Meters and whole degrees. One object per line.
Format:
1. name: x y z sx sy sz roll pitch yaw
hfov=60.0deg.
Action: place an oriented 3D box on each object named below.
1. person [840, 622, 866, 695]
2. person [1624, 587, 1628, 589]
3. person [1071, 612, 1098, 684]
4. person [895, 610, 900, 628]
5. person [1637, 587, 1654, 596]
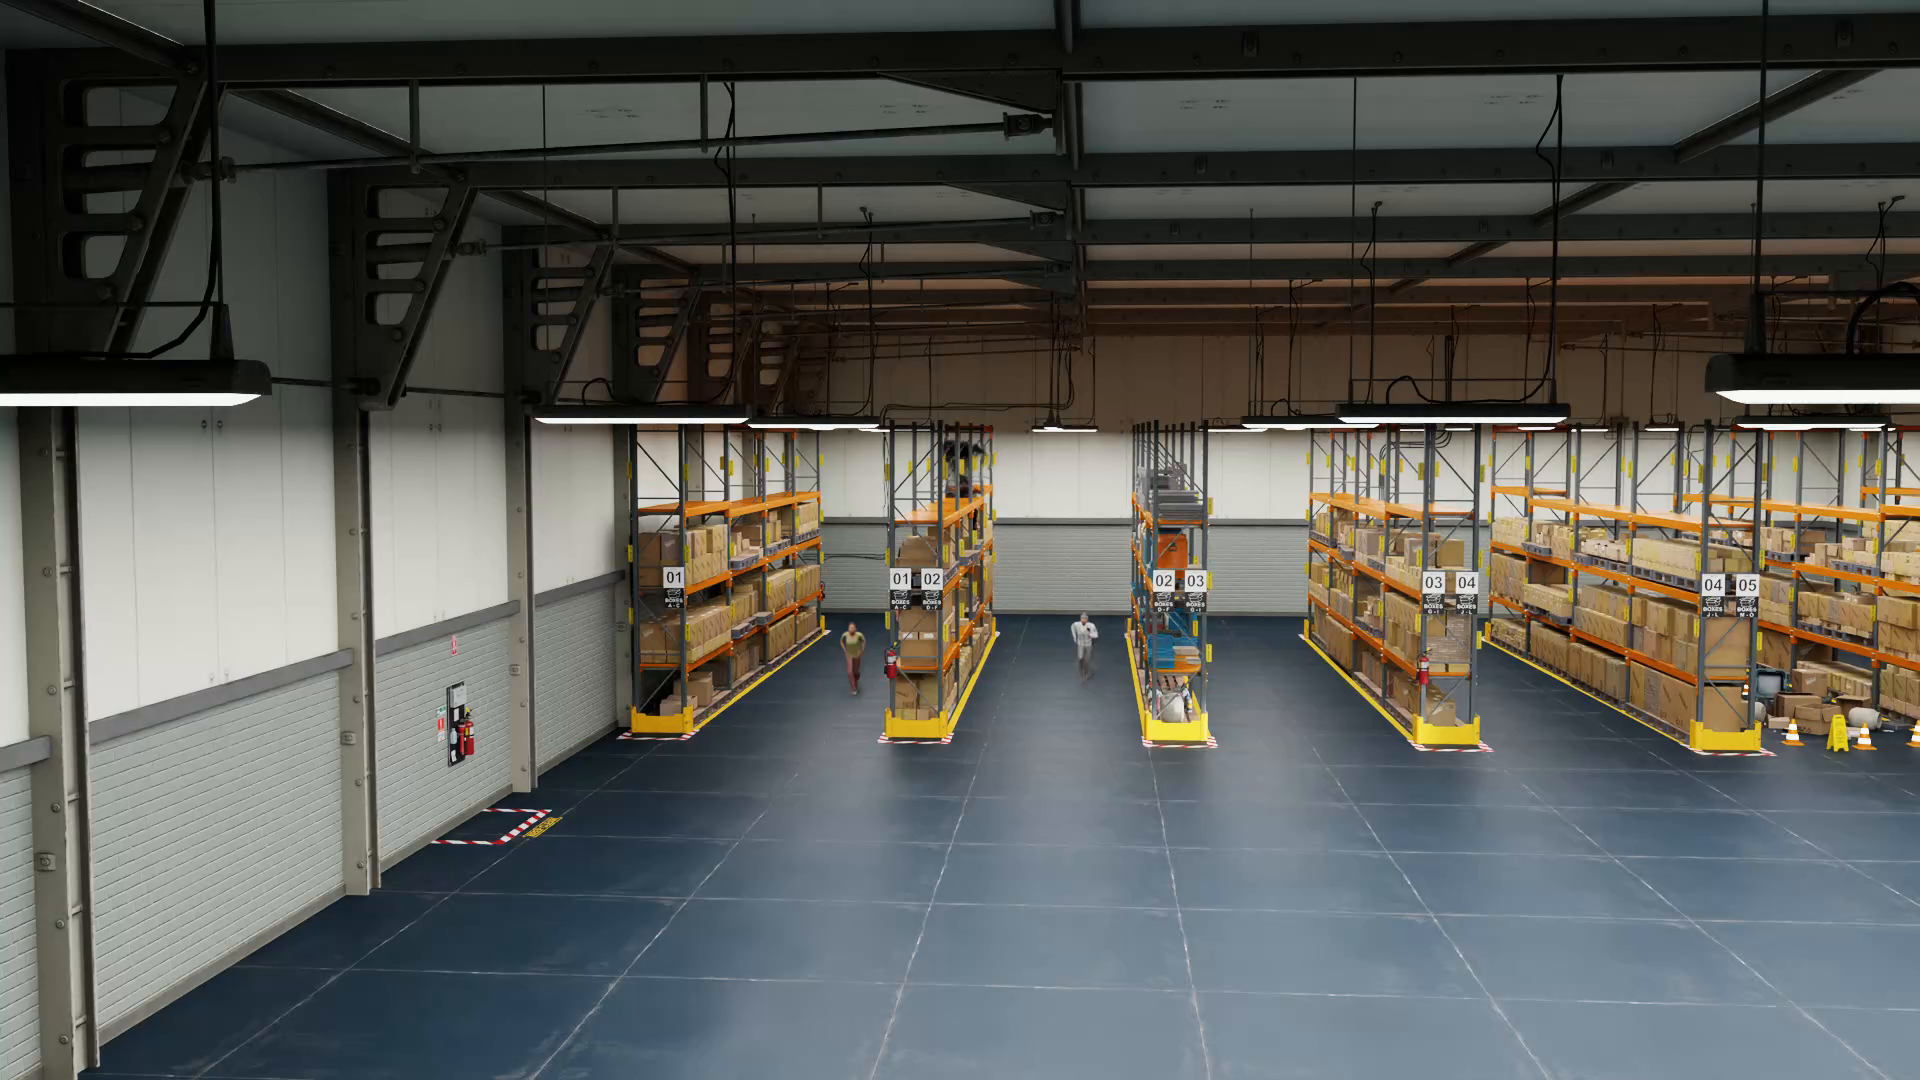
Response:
1. person: -2.365 2.596 36.912 0.555 1.614 0.786 0 4 5
2. person: 17.111 2.110 42.917 0.671 1.783 0.884 0 4 -3
3. person: 2.873 2.470 38.386 0.603 1.659 0.876 0 4 4
4. person: -1.395 2.134 43.442 0.658 1.744 0.765 0 4 6
5. person: 20.135 1.759 48.750 0.762 1.835 0.625 -1 4 -20
